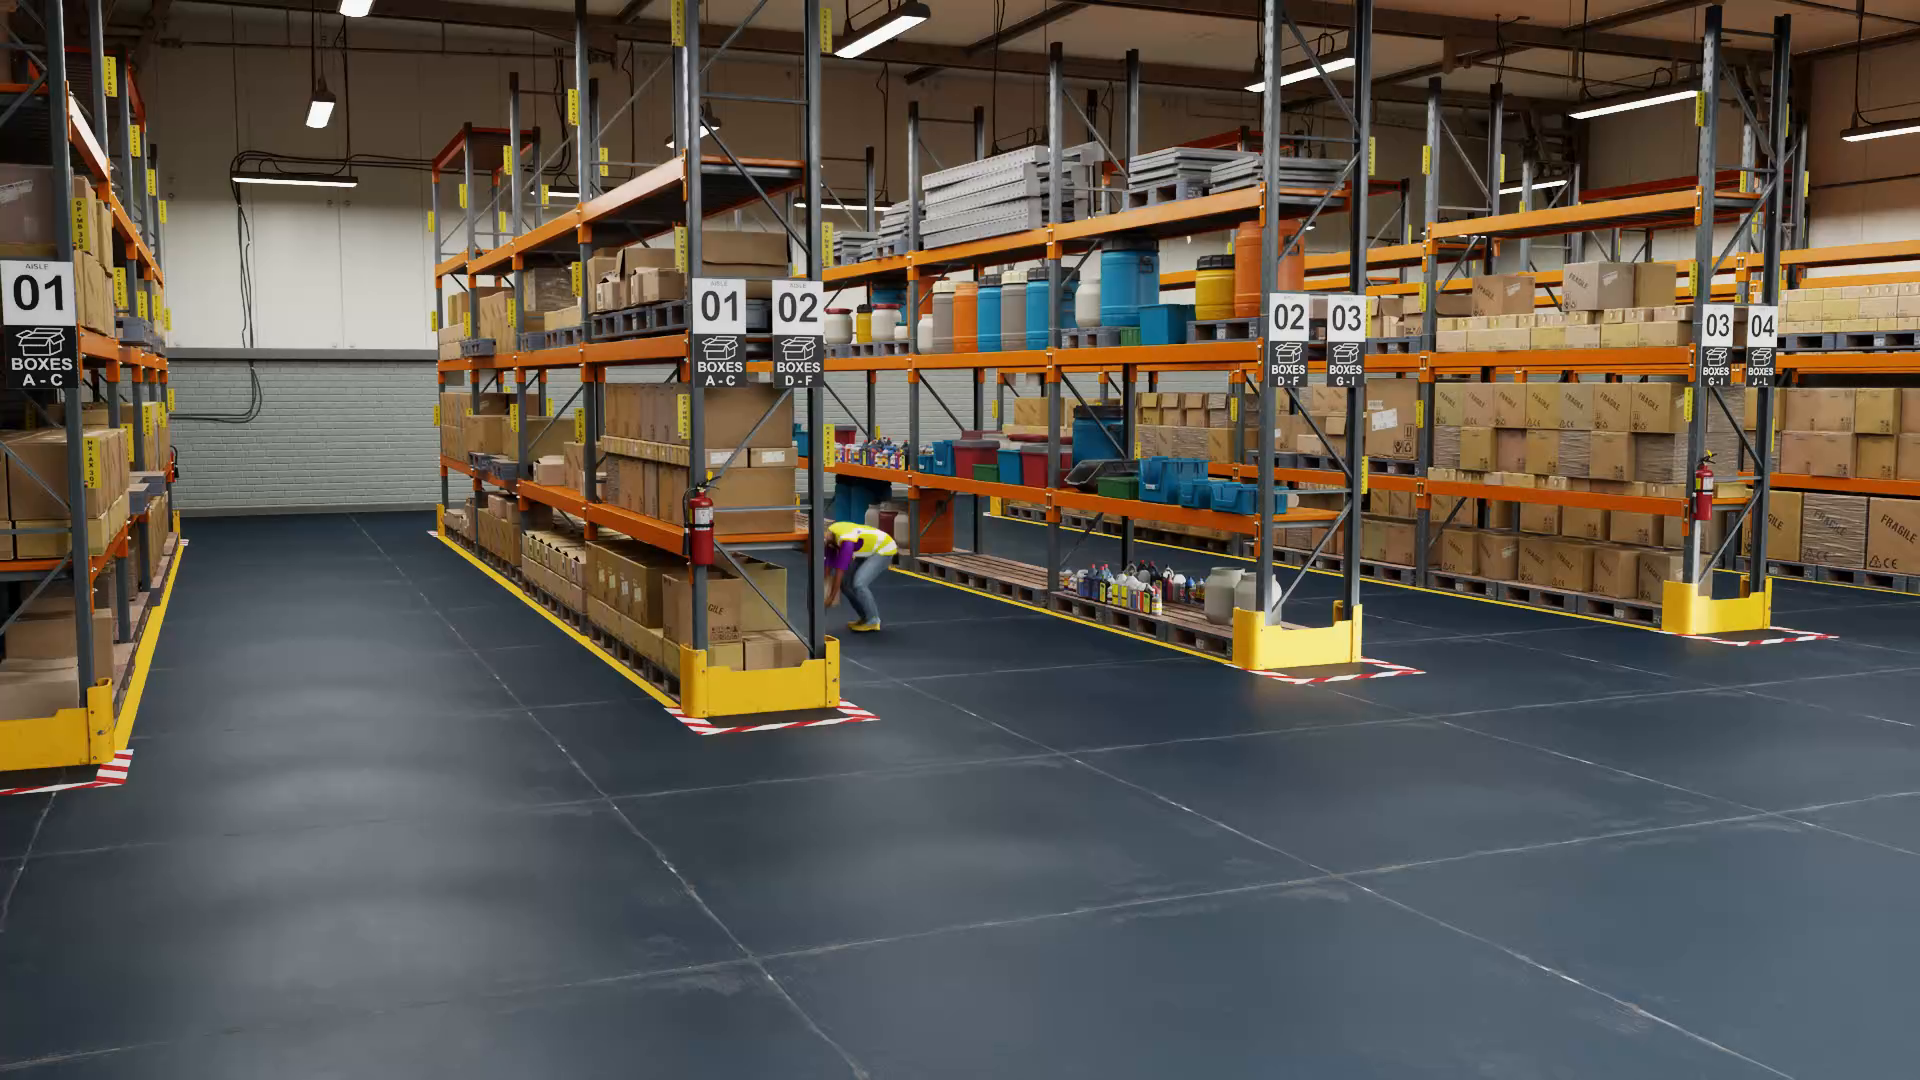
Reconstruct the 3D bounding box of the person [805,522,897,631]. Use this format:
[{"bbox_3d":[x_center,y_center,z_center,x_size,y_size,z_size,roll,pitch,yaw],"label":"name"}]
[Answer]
[{"bbox_3d":[-1.092,0.350,16.437,0.963,1.105,0.515,-3,6,-27],"label":"person"}]
